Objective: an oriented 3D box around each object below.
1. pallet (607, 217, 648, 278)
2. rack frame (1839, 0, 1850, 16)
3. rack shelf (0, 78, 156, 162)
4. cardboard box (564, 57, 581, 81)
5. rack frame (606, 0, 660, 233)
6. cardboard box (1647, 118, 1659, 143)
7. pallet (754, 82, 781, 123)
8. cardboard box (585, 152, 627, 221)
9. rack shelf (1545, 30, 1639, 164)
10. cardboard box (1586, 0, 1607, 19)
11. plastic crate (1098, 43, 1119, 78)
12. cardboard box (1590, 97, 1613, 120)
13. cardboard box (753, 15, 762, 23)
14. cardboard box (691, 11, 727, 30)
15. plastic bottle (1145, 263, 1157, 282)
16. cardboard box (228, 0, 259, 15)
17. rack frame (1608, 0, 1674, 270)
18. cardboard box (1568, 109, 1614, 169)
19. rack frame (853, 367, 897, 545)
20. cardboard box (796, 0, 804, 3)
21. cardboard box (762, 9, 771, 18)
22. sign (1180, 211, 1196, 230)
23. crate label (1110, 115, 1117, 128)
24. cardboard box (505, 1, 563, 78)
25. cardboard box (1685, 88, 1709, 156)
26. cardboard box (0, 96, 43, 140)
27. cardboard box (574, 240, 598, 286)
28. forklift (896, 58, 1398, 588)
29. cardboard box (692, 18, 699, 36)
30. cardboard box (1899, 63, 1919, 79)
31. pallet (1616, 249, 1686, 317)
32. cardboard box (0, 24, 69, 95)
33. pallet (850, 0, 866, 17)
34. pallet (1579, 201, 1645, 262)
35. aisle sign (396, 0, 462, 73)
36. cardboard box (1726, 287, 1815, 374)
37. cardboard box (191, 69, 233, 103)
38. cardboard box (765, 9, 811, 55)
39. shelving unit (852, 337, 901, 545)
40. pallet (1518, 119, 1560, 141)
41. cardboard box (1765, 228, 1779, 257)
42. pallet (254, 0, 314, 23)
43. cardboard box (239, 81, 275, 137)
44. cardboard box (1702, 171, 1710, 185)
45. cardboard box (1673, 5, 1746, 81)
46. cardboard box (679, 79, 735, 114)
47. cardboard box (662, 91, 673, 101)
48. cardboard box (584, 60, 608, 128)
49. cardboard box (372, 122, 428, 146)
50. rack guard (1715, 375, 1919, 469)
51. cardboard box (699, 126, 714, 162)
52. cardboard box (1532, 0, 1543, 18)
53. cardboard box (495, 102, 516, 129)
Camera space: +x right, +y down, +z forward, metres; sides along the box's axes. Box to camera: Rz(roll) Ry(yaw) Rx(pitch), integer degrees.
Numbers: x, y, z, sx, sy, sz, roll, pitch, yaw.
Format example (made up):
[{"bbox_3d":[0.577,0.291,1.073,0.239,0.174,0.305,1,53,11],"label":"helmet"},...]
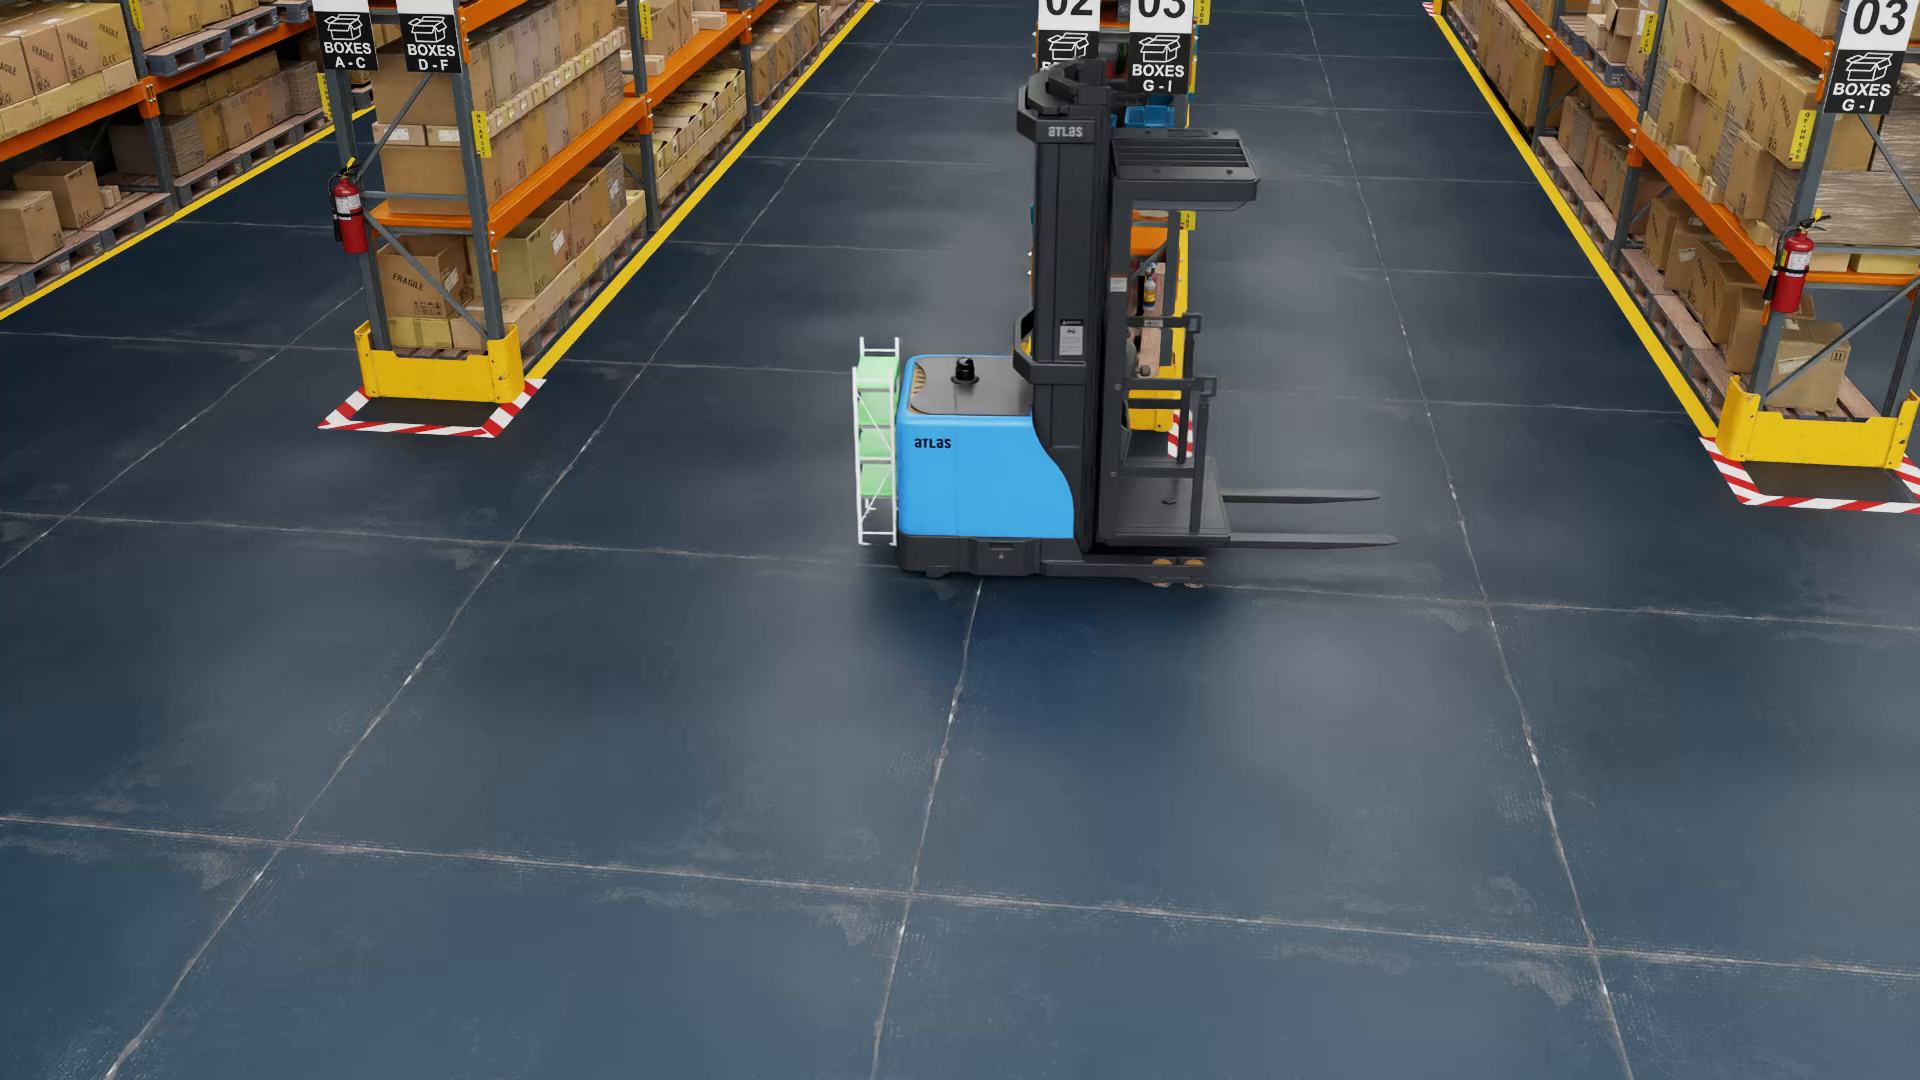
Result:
[{"bbox_3d":[-3.557,-2.748,15.420,1.003,0.211,1.213,3,28,6],"label":"pallet"},{"bbox_3d":[5.923,-4.528,9.459,1.000,3.000,0.127,3,28,6],"label":"rack frame"},{"bbox_3d":[-8.579,-3.375,14.403,1.077,0.370,4.000,3,28,6],"label":"rack shelf"},{"bbox_3d":[-3.395,-3.939,13.902,0.380,0.149,0.250,4,29,8],"label":"cardboard box"},{"bbox_3d":[-3.418,-4.347,15.449,1.000,3.000,0.127,3,28,6],"label":"rack frame"},{"bbox_3d":[6.045,-3.459,14.064,0.380,0.149,0.250,3,28,6],"label":"cardboard box"},{"bbox_3d":[-2.798,-5.352,20.254,1.003,0.211,1.213,3,28,6],"label":"pallet"},{"bbox_3d":[-3.330,-3.186,14.959,0.500,0.500,0.500,3,28,6],"label":"cardboard box"},{"bbox_3d":[6.659,-4.395,16.295,1.077,0.370,4.000,3,28,6],"label":"rack shelf"},{"bbox_3d":[6.877,-5.625,17.273,0.500,0.500,0.500,0,28,0],"label":"cardboard box"},{"bbox_3d":[1.254,-4.332,15.352,0.402,0.464,0.583,3,28,6],"label":"plastic crate"},{"bbox_3d":[6.796,-4.509,17.130,0.500,0.250,0.500,7,29,12],"label":"cardboard box"},{"bbox_3d":[-2.861,-6.852,21.480,0.500,0.250,0.500,3,29,6],"label":"cardboard box"},{"bbox_3d":[-2.763,-5.680,18.188,0.380,0.149,0.250,3,28,6],"label":"cardboard box"},{"bbox_3d":[1.581,-2.164,13.809,0.097,0.271,0.097,0,28,0],"label":"plastic bottle"},{"bbox_3d":[-8.023,-5.945,17.844,0.700,0.500,0.500,3,28,6],"label":"cardboard box"},{"bbox_3d":[6.414,-3.770,14.377,1.000,3.000,0.127,3,28,6],"label":"rack frame"},{"bbox_3d":[6.786,-4.168,17.287,0.700,0.500,0.500,1,28,2],"label":"cardboard box"},{"bbox_3d":[-0.519,-0.499,10.203,0.240,1.200,0.015,1,28,2],"label":"rack frame"},{"bbox_3d":[-2.557,-7.761,24.156,0.500,0.311,0.500,3,28,6],"label":"cardboard box"},{"bbox_3d":[-2.793,-6.741,22.064,0.500,0.500,0.500,4,29,7],"label":"cardboard box"},{"bbox_3d":[1.553,-2.263,11.288,0.100,0.325,0.005,3,28,6],"label":"sign"},{"bbox_3d":[0.965,-3.073,13.046,0.502,0.435,0.616,3,28,6],"label":"crate label"},{"bbox_3d":[-3.650,-4.045,13.414,0.700,0.500,0.500,3,28,6],"label":"cardboard box"},{"bbox_3d":[6.240,-3.262,13.016,0.875,0.500,0.500,3,28,6],"label":"cardboard box"},{"bbox_3d":[-8.268,-3.627,14.249,0.500,0.250,0.500,4,29,7],"label":"cardboard box"},{"bbox_3d":[-3.436,-2.384,14.262,0.500,0.250,0.500,3,28,6],"label":"cardboard box"},{"bbox_3d":[1.146,-1.262,9.794,3.031,2.935,1.130,1,28,2],"label":"forklift"},{"bbox_3d":[-3.028,-5.516,17.883,0.380,0.149,0.250,5,29,10],"label":"cardboard box"},{"bbox_3d":[6.330,-2.980,11.438,0.500,0.500,0.500,3,28,6],"label":"cardboard box"},{"bbox_3d":[6.366,-2.224,14.448,1.003,0.211,1.213,3,28,6],"label":"pallet"},{"bbox_3d":[-8.213,-4.194,14.511,0.500,0.500,0.500,3,28,5],"label":"cardboard box"},{"bbox_3d":[-2.053,-8.357,25.832,1.003,0.211,1.213,3,28,6],"label":"pallet"},{"bbox_3d":[6.508,-2.909,15.719,1.003,0.211,1.213,3,28,6],"label":"pallet"},{"bbox_3d":[-3.612,-3.560,11.247,0.394,0.787,0.004,3,28,6],"label":"aisle sign"},{"bbox_3d":[6.056,-1.548,12.445,0.500,0.500,0.500,11,30,19],"label":"cardboard box"},{"bbox_3d":[-8.150,-4.857,17.776,0.500,0.250,0.500,3,28,5],"label":"cardboard box"},{"bbox_3d":[-2.282,-6.725,22.034,0.500,0.500,0.500,3,29,6],"label":"cardboard box"},{"bbox_3d":[-0.510,-0.615,10.418,0.258,1.200,0.503,1,28,2],"label":"shelving unit"},{"bbox_3d":[7.075,-4.792,19.214,1.003,0.211,1.213,3,28,6],"label":"pallet"},{"bbox_3d":[5.785,-2.040,11.432,0.380,0.149,0.250,3,28,6],"label":"cardboard box"},{"bbox_3d":[-7.826,-6.090,18.887,1.213,0.211,1.003,3,28,6],"label":"pallet"},{"bbox_3d":[-8.092,-4.796,18.454,0.700,0.500,0.500,3,28,6],"label":"cardboard box"},{"bbox_3d":[5.933,-2.749,12.746,0.380,0.149,0.250,3,28,6],"label":"cardboard box"},{"bbox_3d":[6.046,-3.953,13.243,0.500,0.500,0.500,3,28,6],"label":"cardboard box"},{"bbox_3d":[-2.804,-4.946,18.425,0.500,0.311,0.500,3,28,5],"label":"cardboard box"},{"bbox_3d":[-3.404,-4.734,18.032,0.500,0.311,0.500,3,28,5],"label":"cardboard box"},{"bbox_3d":[-3.524,-3.934,14.576,0.700,0.500,0.500,3,28,6],"label":"cardboard box"},{"bbox_3d":[-4.050,-2.985,12.131,0.380,0.149,0.250,3,28,5],"label":"cardboard box"},{"bbox_3d":[5.933,-0.822,11.542,1.175,0.500,0.348,3,28,6],"label":"rack guard"},{"bbox_3d":[-2.934,-4.221,17.671,0.500,0.250,0.500,4,29,7],"label":"cardboard box"},{"bbox_3d":[6.785,-6.178,18.741,0.500,0.500,0.500,3,28,6],"label":"cardboard box"},{"bbox_3d":[-3.584,-3.208,12.545,0.380,0.149,0.250,3,29,6],"label":"cardboard box"}]
